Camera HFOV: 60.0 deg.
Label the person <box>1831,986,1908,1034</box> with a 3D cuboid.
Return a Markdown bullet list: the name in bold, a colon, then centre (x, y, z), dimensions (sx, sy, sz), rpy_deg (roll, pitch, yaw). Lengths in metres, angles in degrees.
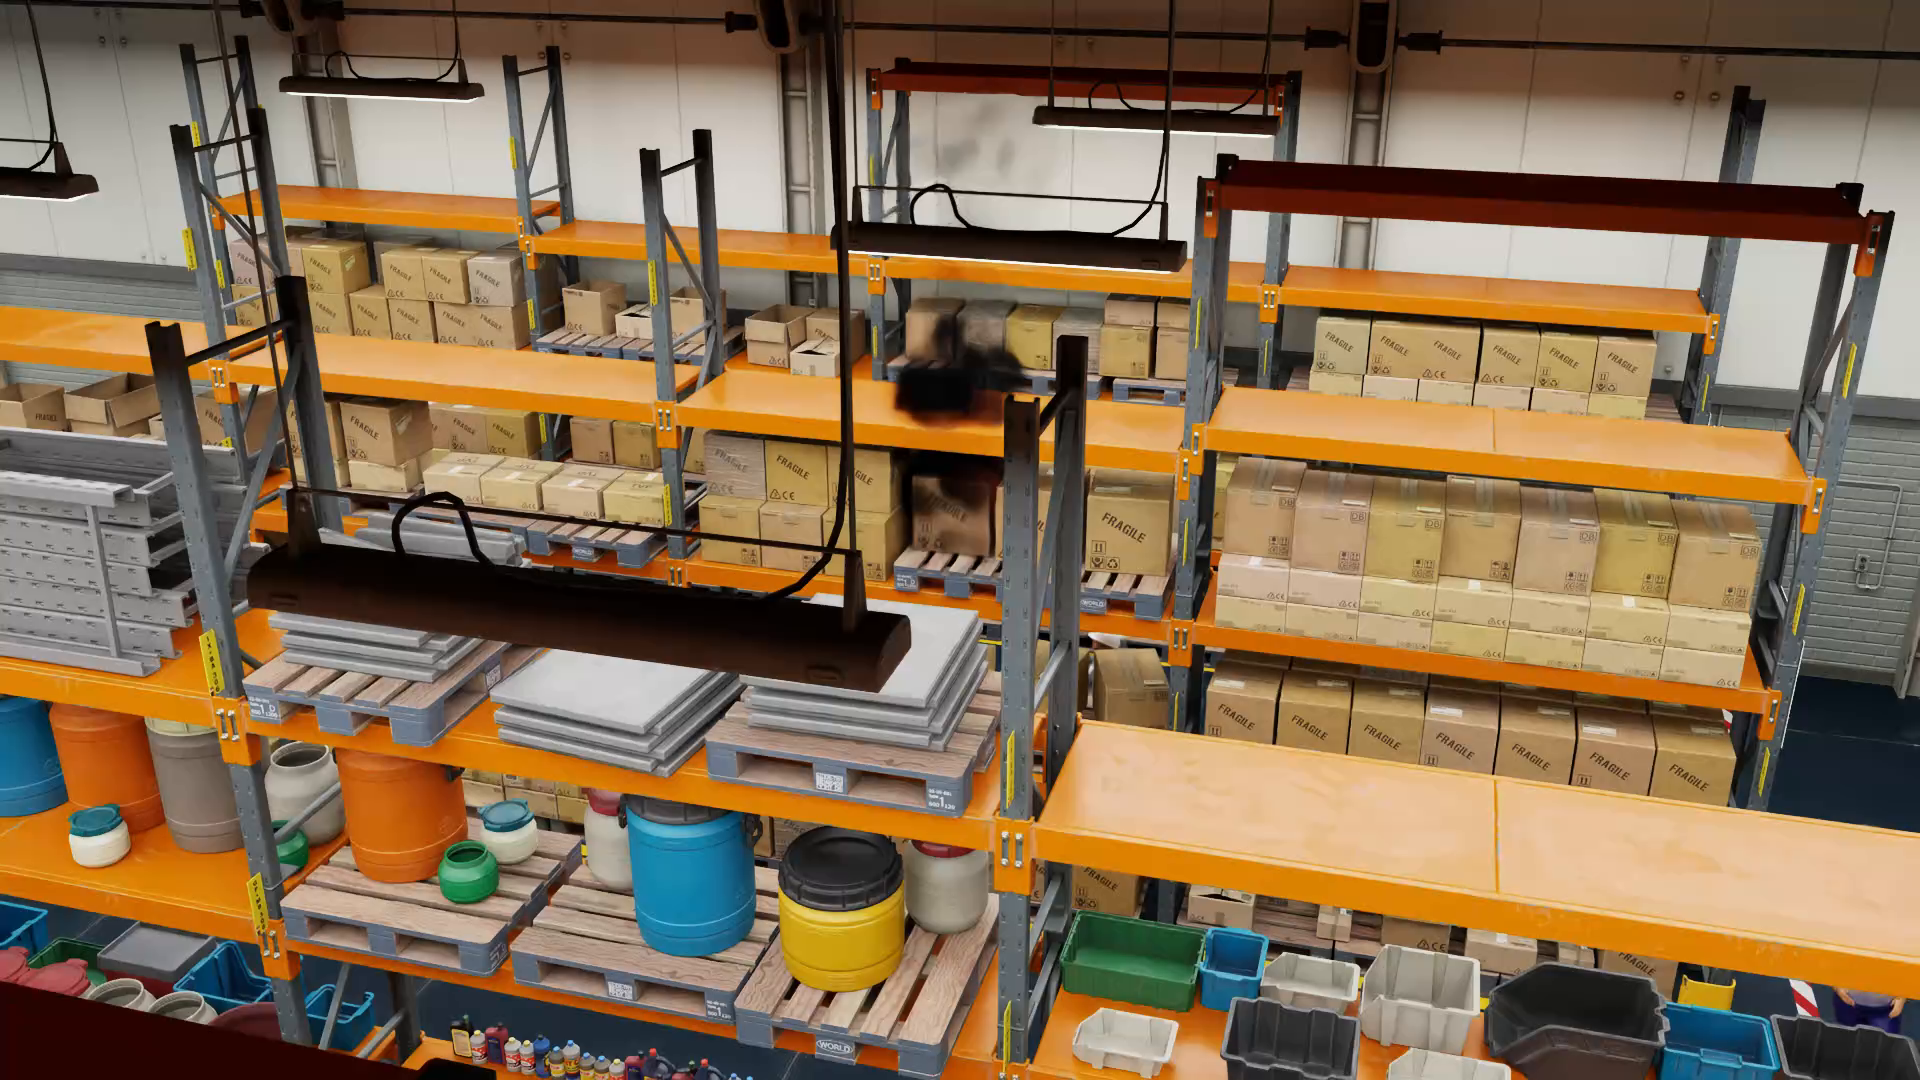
- **person**: centre (6.036, 3.164, 11.090), dimensions (0.722, 1.646, 0.619), rpy_deg (19, 29, 37)

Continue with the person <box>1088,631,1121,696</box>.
- **person**: centre (1.272, 1.568, 14.721), dimensions (0.781, 1.835, 0.638), rpy_deg (3, 23, 8)
